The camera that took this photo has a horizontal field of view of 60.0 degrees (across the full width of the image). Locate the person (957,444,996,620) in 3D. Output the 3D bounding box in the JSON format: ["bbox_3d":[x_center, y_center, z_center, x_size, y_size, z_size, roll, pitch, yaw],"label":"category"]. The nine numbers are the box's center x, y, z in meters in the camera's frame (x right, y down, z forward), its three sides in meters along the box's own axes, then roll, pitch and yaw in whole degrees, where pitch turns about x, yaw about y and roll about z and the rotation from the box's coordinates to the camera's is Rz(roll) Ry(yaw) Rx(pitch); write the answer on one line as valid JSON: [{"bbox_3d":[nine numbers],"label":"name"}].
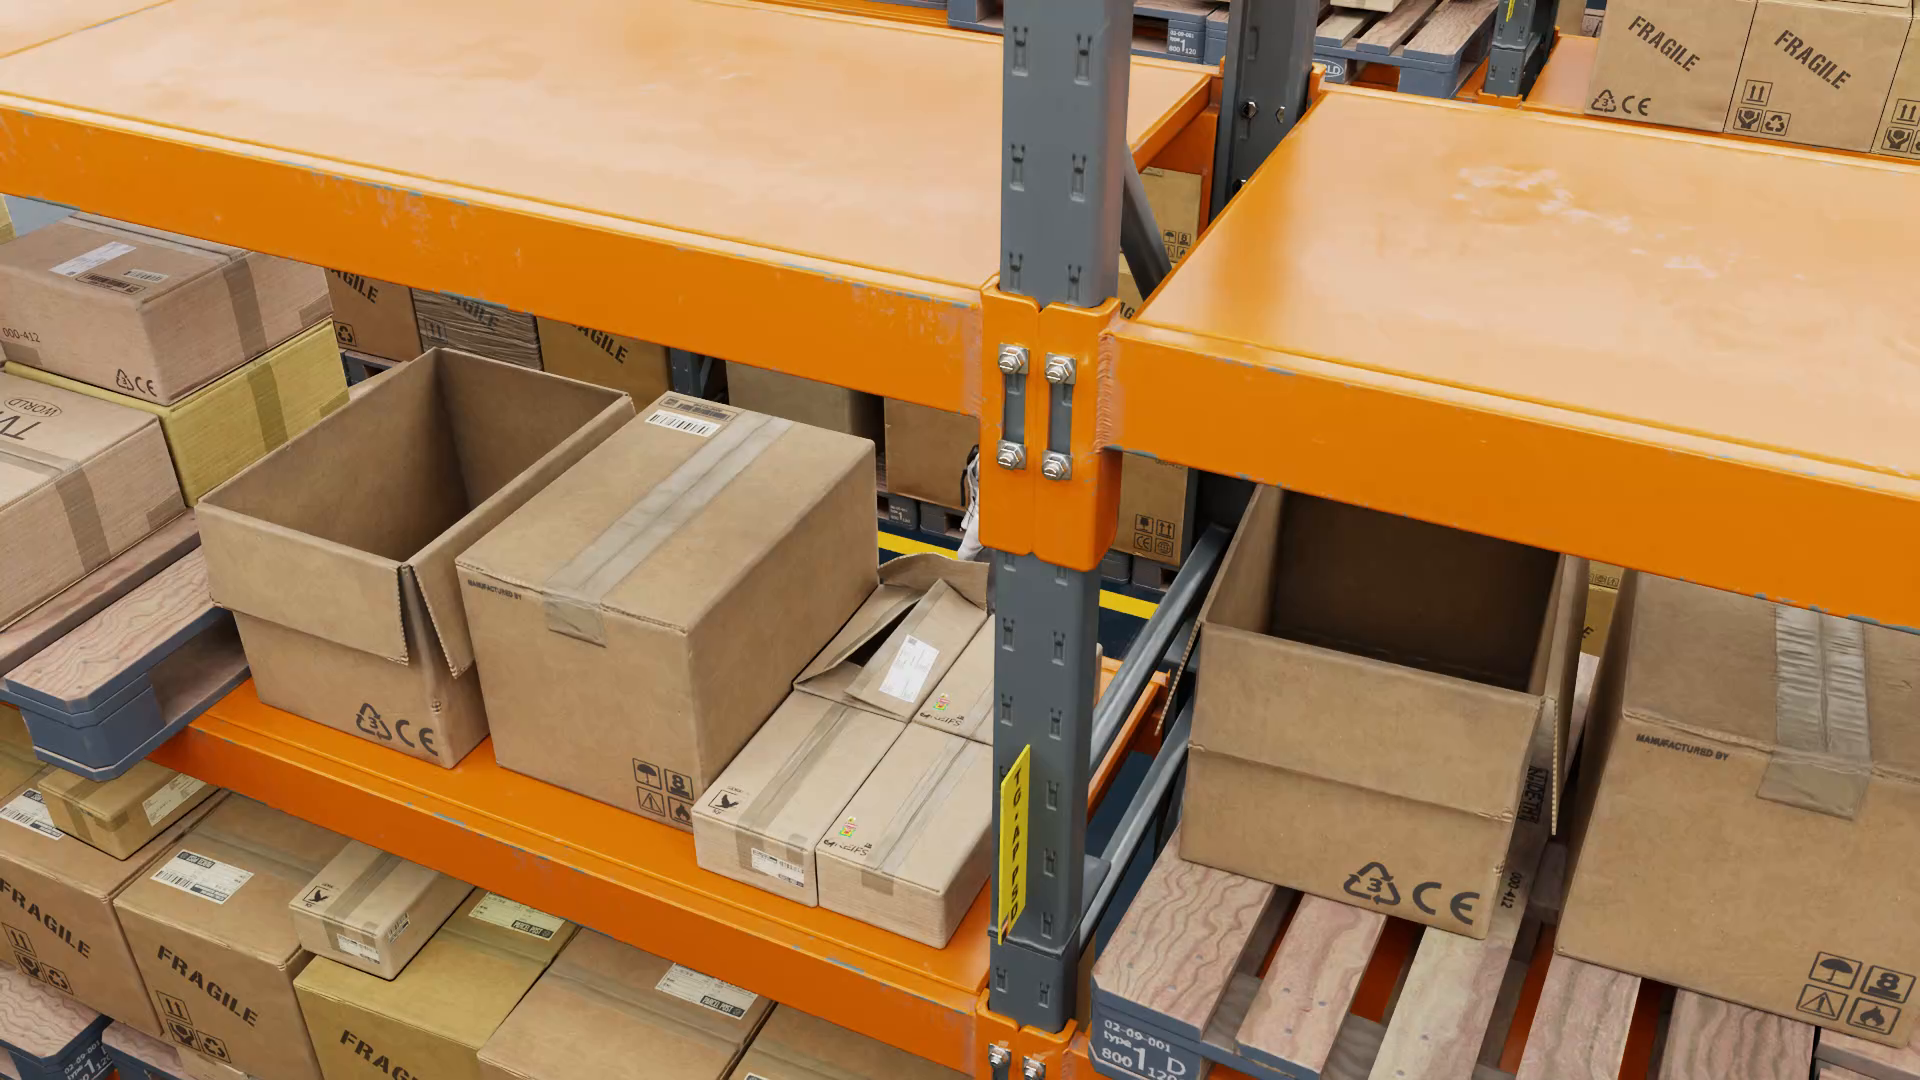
[{"bbox_3d":[0.108,-0.051,7.510,0.533,1.697,0.588,14,37,20],"label":"person"}]
